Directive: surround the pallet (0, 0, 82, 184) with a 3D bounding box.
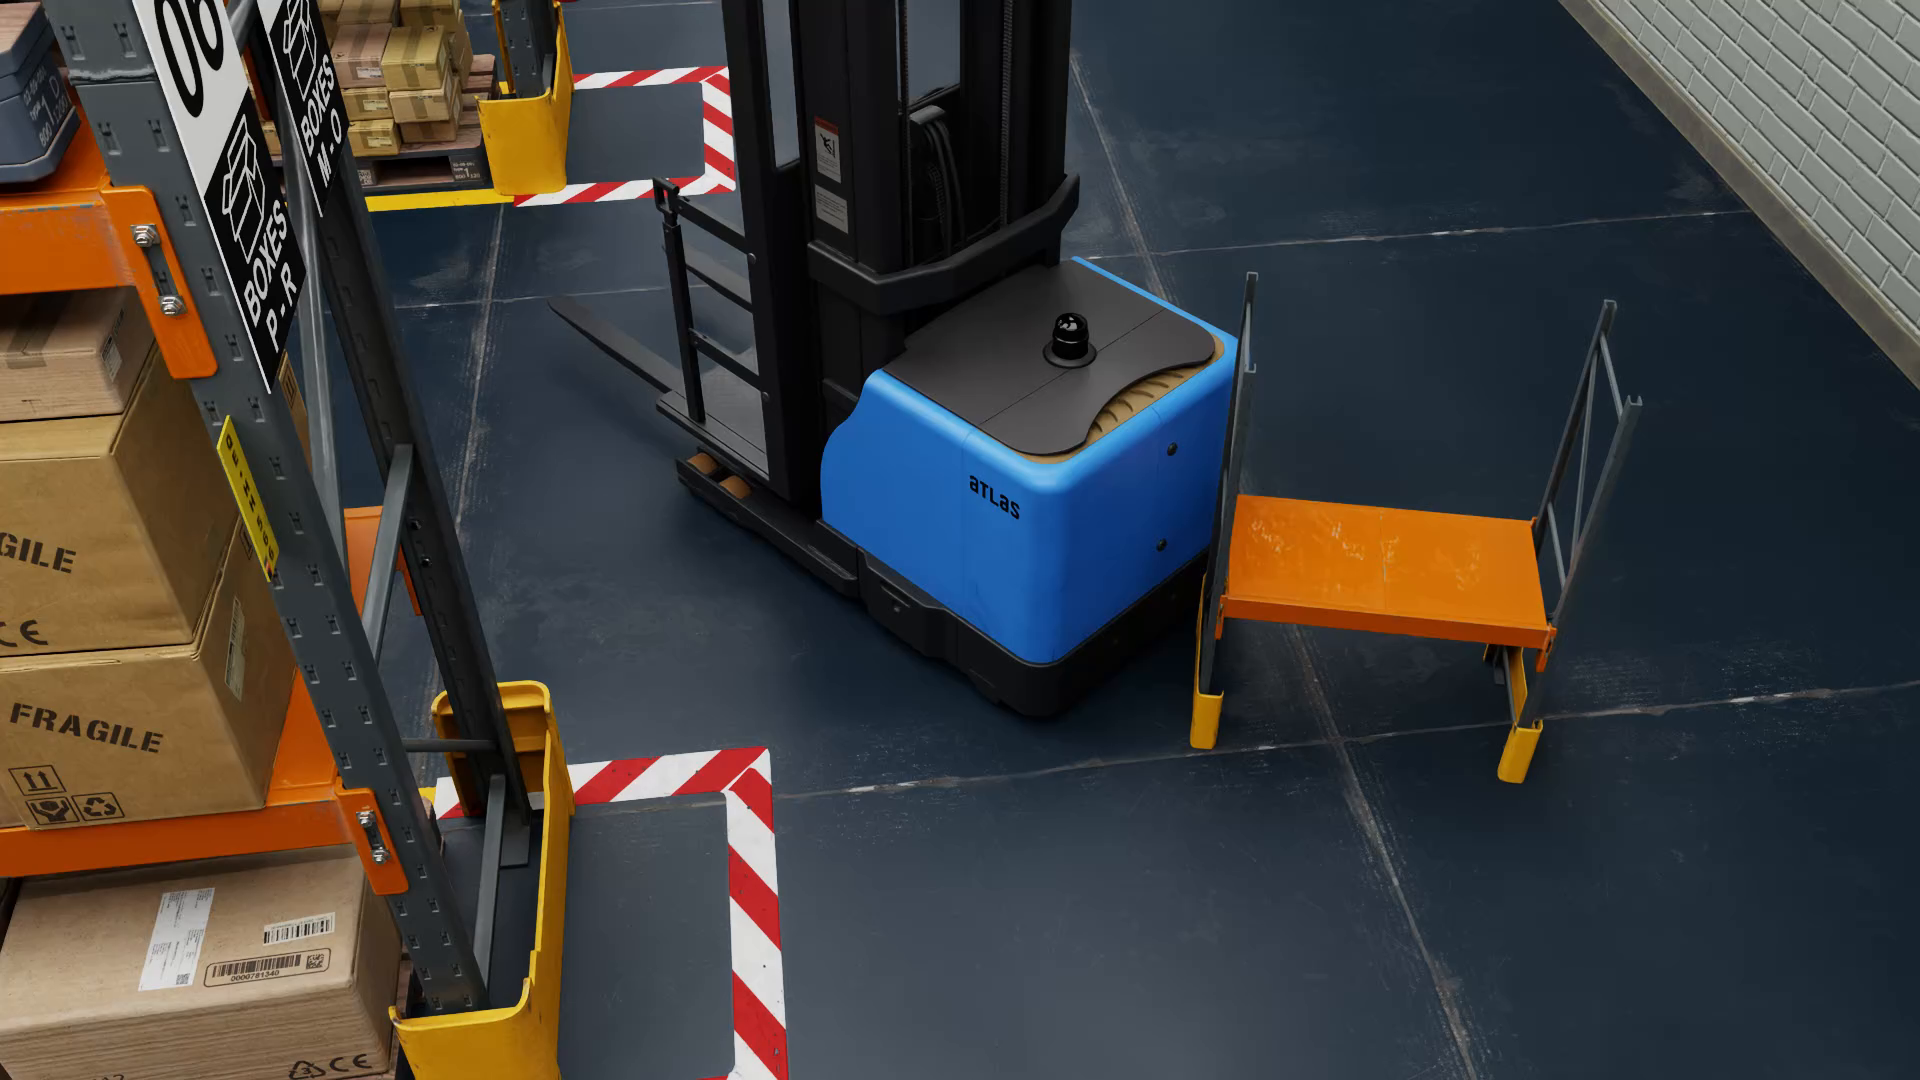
[{"bbox_3d":[-2.094,-0.926,2.864,1.213,0.211,1.003,-5,42,-6],"label":"pallet"}]

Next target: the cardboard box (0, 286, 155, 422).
[{"bbox_3d":[-1.689,-0.402,3.151,0.250,0.149,0.380,-4,42,-5],"label":"cardboard box"}]

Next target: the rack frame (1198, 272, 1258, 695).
[{"bbox_3d":[0.823,-0.064,5.201,0.032,1.500,0.500,6,42,6],"label":"rack frame"}]

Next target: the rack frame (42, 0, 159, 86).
[{"bbox_3d":[-1.359,-2.145,1.909,0.127,3.000,1.000,-5,42,-6],"label":"rack frame"}]

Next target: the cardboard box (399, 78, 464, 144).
[{"bbox_3d":[-2.596,-2.109,8.163,0.250,0.149,0.380,-4,42,-5],"label":"cardboard box"}]

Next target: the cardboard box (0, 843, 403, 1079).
[{"bbox_3d":[-2.001,1.002,4.499,0.875,0.438,0.875,-6,42,-7],"label":"cardboard box"}]

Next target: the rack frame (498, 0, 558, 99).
[{"bbox_3d":[-2.101,-3.196,7.553,0.127,3.000,1.000,-5,42,-6],"label":"rack frame"}]

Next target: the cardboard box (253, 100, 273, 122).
[{"bbox_3d":[-3.383,-2.167,8.005,0.250,0.149,0.380,-5,42,-6],"label":"cardboard box"}]

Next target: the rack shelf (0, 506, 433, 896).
[{"bbox_3d":[-3.343,0.524,3.967,4.000,0.370,1.077,-5,42,-6],"label":"rack shelf"}]

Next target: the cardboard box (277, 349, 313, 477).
[{"bbox_3d":[-1.873,-0.103,4.050,0.500,0.500,0.500,-5,42,-6],"label":"cardboard box"}]

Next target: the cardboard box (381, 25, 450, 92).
[{"bbox_3d":[-2.594,-2.300,7.931,0.250,0.149,0.380,-5,42,-5],"label":"cardboard box"}]

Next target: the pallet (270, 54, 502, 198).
[{"bbox_3d":[-2.987,-2.106,8.428,1.213,0.211,1.003,-5,42,-6],"label":"pallet"}]

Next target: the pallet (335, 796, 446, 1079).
[{"bbox_3d":[-2.142,1.240,4.718,1.213,0.211,1.003,-5,42,-6],"label":"pallet"}]

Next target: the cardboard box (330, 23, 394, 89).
[{"bbox_3d":[-2.850,-2.316,7.949,0.250,0.149,0.380,-4,42,-5],"label":"cardboard box"}]

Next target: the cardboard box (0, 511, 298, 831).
[{"bbox_3d":[-1.803,0.264,3.643,0.500,0.500,0.500,-5,42,-5],"label":"cardboard box"}]

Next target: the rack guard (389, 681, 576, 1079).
[{"bbox_3d":[-1.336,1.009,4.758,0.348,0.500,1.175,-5,42,-6],"label":"rack guard"}]

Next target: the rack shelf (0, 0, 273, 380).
[{"bbox_3d":[-3.343,-0.590,2.962,4.000,0.370,1.077,-5,42,-6],"label":"rack shelf"}]

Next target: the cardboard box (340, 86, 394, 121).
[{"bbox_3d":[-2.854,-2.181,8.021,0.250,0.149,0.380,-6,42,-7],"label":"cardboard box"}]

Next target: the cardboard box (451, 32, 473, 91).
[{"bbox_3d":[-2.662,-2.460,8.553,0.250,0.149,0.380,-4,42,-5],"label":"cardboard box"}]

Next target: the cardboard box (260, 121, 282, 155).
[{"bbox_3d":[-3.354,-2.023,8.068,0.250,0.149,0.380,-5,42,-5],"label":"cardboard box"}]

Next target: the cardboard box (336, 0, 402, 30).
[{"bbox_3d":[-2.923,-2.590,8.253,0.250,0.149,0.380,-4,42,-5],"label":"cardboard box"}]

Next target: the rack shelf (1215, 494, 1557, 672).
[{"bbox_3d":[1.326,0.118,5.267,1.000,0.185,0.538,6,42,6],"label":"rack shelf"}]

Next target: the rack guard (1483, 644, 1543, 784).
[{"bbox_3d":[1.828,0.498,5.511,0.087,0.250,0.587,6,42,6],"label":"rack guard"}]

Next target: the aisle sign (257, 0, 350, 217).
[{"bbox_3d":[-1.326,-1.081,3.268,0.004,0.787,0.394,-5,42,-6],"label":"aisle sign"}]

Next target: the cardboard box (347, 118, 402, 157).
[{"bbox_3d":[-2.838,-2.019,8.064,0.250,0.149,0.380,-4,42,-4],"label":"cardboard box"}]

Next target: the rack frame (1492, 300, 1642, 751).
[{"bbox_3d":[1.829,0.034,5.093,0.032,1.500,0.500,6,42,6],"label":"rack frame"}]

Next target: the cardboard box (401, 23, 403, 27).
[{"bbox_3d":[-2.933,-2.542,8.422,0.250,0.149,0.380,-5,42,-6],"label":"cardboard box"}]

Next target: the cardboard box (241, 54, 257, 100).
[{"bbox_3d":[-3.355,-2.229,7.852,0.250,0.149,0.380,-7,42,-7],"label":"cardboard box"}]

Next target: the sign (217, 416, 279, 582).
[{"bbox_3d":[-1.303,-0.073,3.050,0.005,0.325,0.100,-5,42,-6],"label":"sign"}]

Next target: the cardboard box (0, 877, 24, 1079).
[{"bbox_3d":[-2.907,1.087,4.404,0.875,0.438,0.875,-4,42,-4],"label":"cardboard box"}]

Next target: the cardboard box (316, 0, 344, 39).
[{"bbox_3d":[-3.189,-2.653,8.323,0.250,0.149,0.380,-5,42,-6],"label":"cardboard box"}]

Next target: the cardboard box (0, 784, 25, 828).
[{"bbox_3d":[-2.303,0.297,3.606,0.500,0.500,0.500,-6,42,-6],"label":"cardboard box"}]

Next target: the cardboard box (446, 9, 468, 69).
[{"bbox_3d":[-2.654,-2.528,8.406,0.250,0.149,0.380,-3,42,-4],"label":"cardboard box"}]

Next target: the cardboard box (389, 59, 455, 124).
[{"bbox_3d":[-2.588,-2.168,8.007,0.250,0.149,0.380,-6,42,-7],"label":"cardboard box"}]

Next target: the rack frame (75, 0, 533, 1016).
[{"bbox_3d":[-1.359,0.083,3.918,0.127,3.000,1.000,-5,42,-6],"label":"rack frame"}]

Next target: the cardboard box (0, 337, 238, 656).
[{"bbox_3d":[-1.807,-0.125,3.328,0.500,0.500,0.500,-4,42,-4],"label":"cardboard box"}]

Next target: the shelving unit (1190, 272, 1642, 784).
[{"bbox_3d":[1.335,-0.014,5.146,1.083,1.500,0.587,6,42,6],"label":"shelving unit"}]

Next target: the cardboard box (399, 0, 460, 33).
[{"bbox_3d":[-2.665,-2.694,8.368,0.250,0.149,0.380,-7,42,-7],"label":"cardboard box"}]

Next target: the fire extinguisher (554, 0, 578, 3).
[{"bbox_3d":[-1.792,-2.744,7.388,0.183,0.674,0.296,-5,42,-6],"label":"fire extinguisher"}]

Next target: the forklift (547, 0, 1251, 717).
[{"bbox_3d":[-0.445,-1.385,5.597,3.031,2.935,1.130,34,52,32],"label":"forklift"}]

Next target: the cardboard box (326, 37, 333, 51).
[{"bbox_3d":[-3.090,-2.209,7.830,0.250,0.149,0.380,-6,42,-6],"label":"cardboard box"}]

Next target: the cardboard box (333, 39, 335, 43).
[{"bbox_3d":[-3.164,-2.462,8.333,0.250,0.149,0.380,-4,42,-5],"label":"cardboard box"}]

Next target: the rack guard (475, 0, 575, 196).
[{"bbox_3d":[-2.177,-2.261,8.383,0.348,0.500,1.175,-5,42,-6],"label":"rack guard"}]

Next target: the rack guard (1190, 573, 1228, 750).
[{"bbox_3d":[0.842,0.402,5.618,0.087,0.250,0.587,6,42,6],"label":"rack guard"}]

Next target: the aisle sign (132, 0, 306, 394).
[{"bbox_3d":[-1.248,-0.683,2.826,0.004,0.787,0.394,-5,42,-6],"label":"aisle sign"}]
